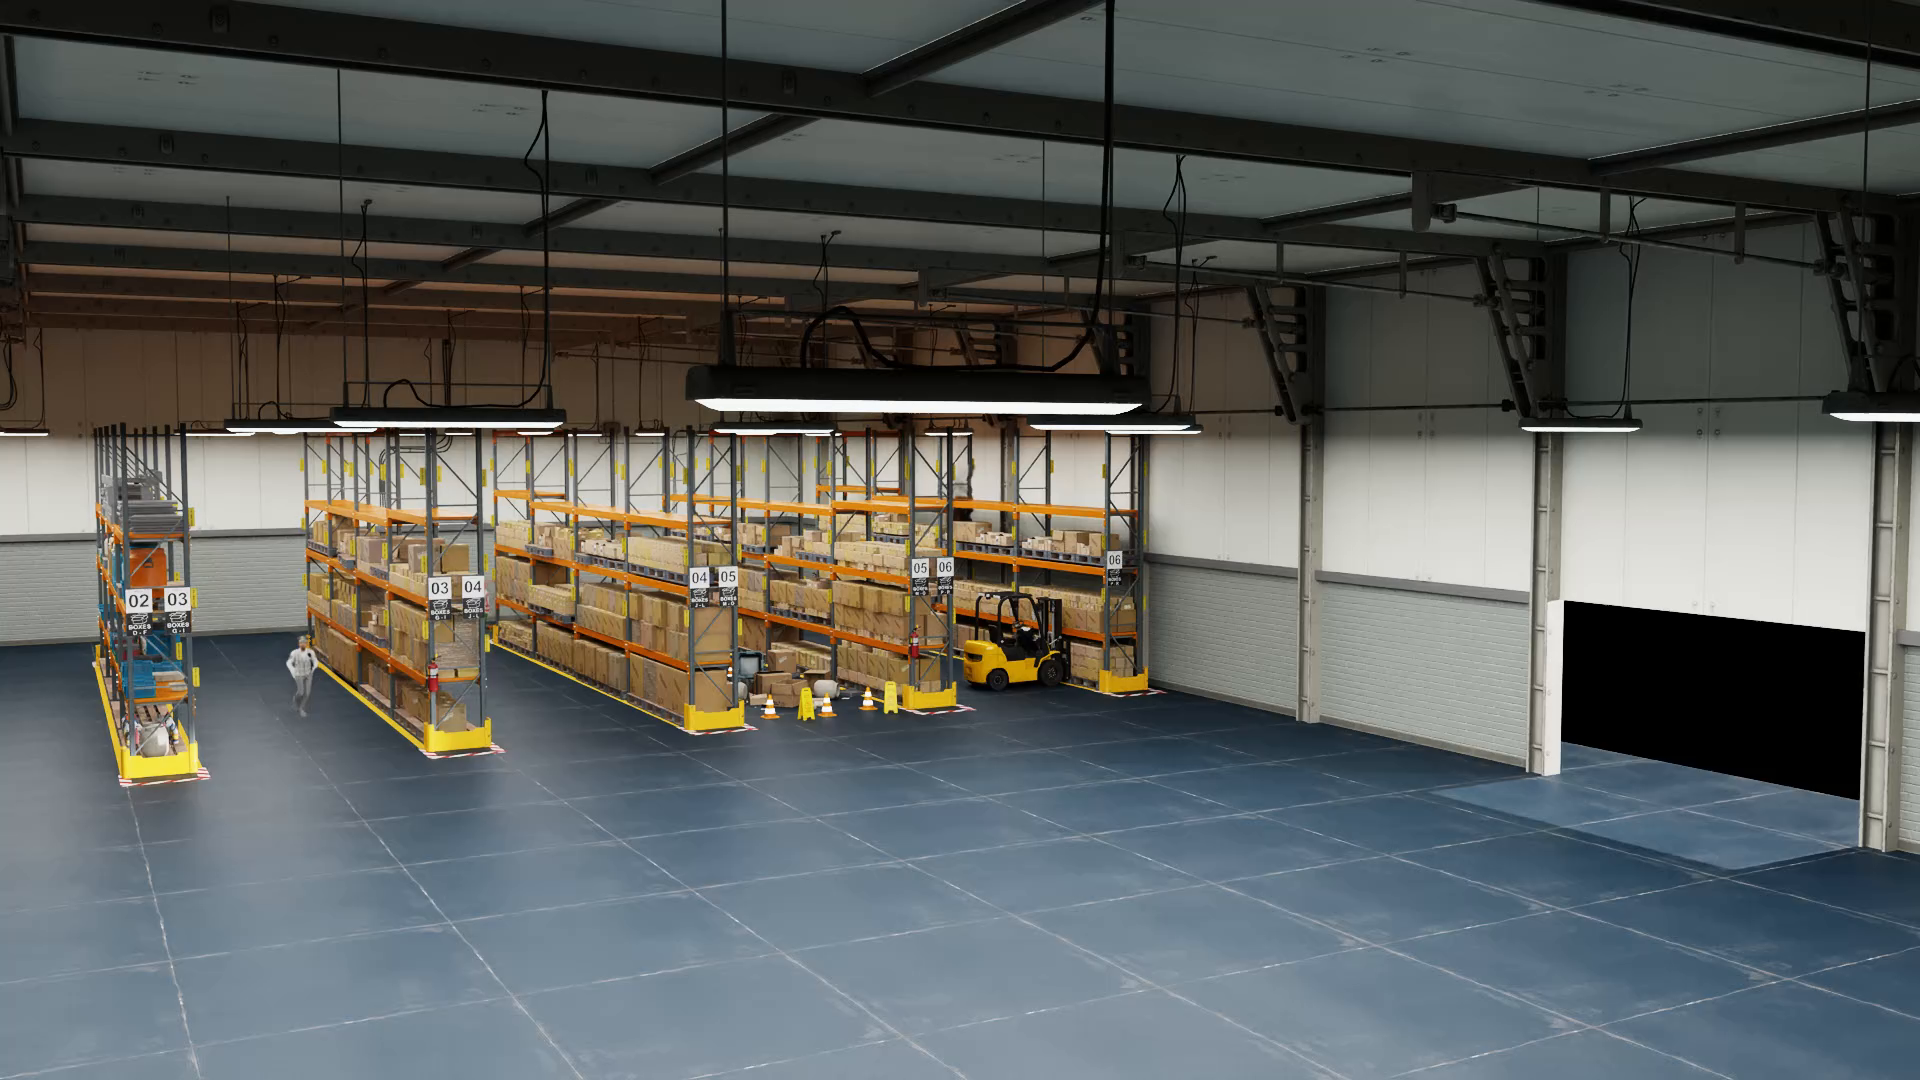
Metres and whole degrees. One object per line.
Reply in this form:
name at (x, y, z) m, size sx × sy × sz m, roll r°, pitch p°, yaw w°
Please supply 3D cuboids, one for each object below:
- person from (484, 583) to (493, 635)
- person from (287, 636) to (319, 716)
person at (-13.781, 2.001, 47.944) m, size 0.853 × 1.621 × 0.751 m, roll -1°, pitch 4°, yaw -21°
person at (-13.578, 2.813, 34.428) m, size 0.605 × 1.669 × 0.569 m, roll -2°, pitch 4°, yaw -33°
